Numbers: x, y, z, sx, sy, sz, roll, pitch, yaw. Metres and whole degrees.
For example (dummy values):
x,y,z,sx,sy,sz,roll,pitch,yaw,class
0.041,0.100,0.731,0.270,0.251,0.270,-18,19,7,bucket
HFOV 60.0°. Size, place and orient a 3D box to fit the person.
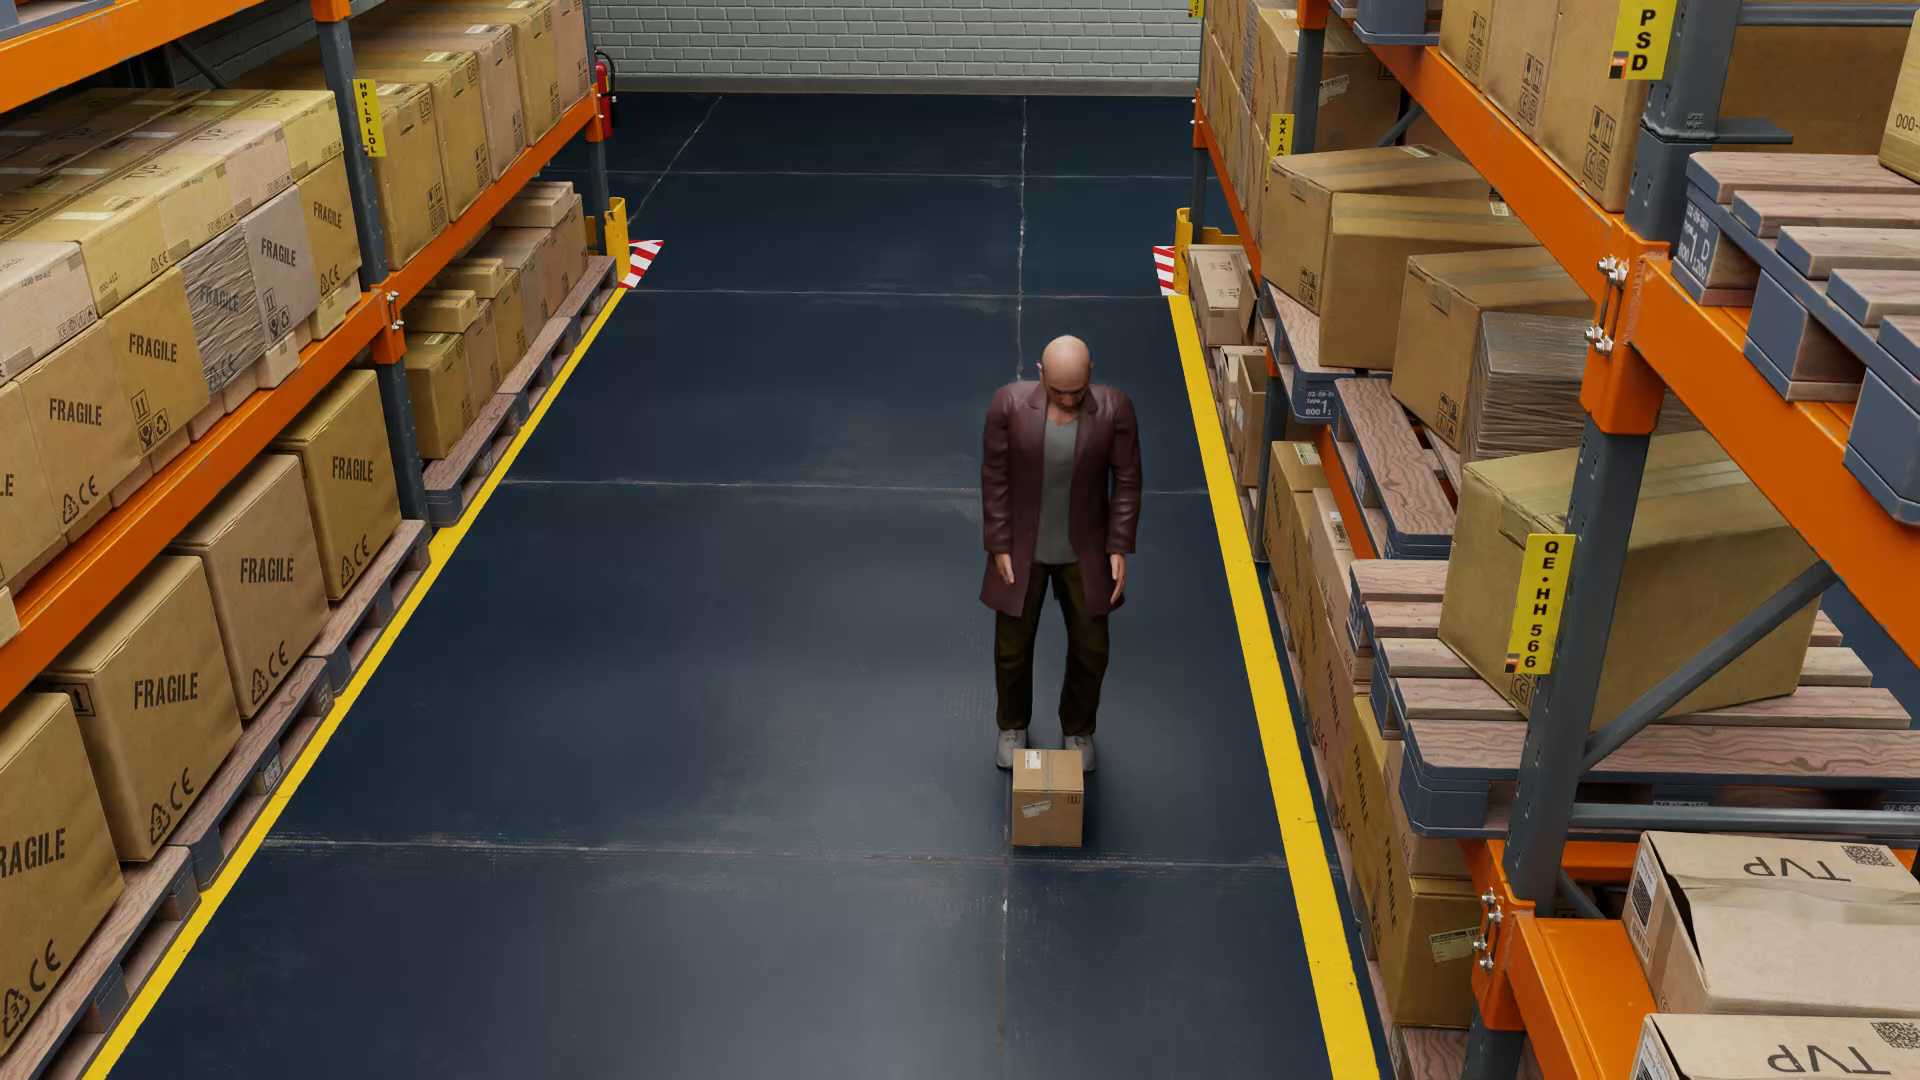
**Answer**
x,y,z,sx,sy,sz,roll,pitch,yaw,class
0.363,0.046,6.106,0.587,1.737,0.416,2,28,3,person
